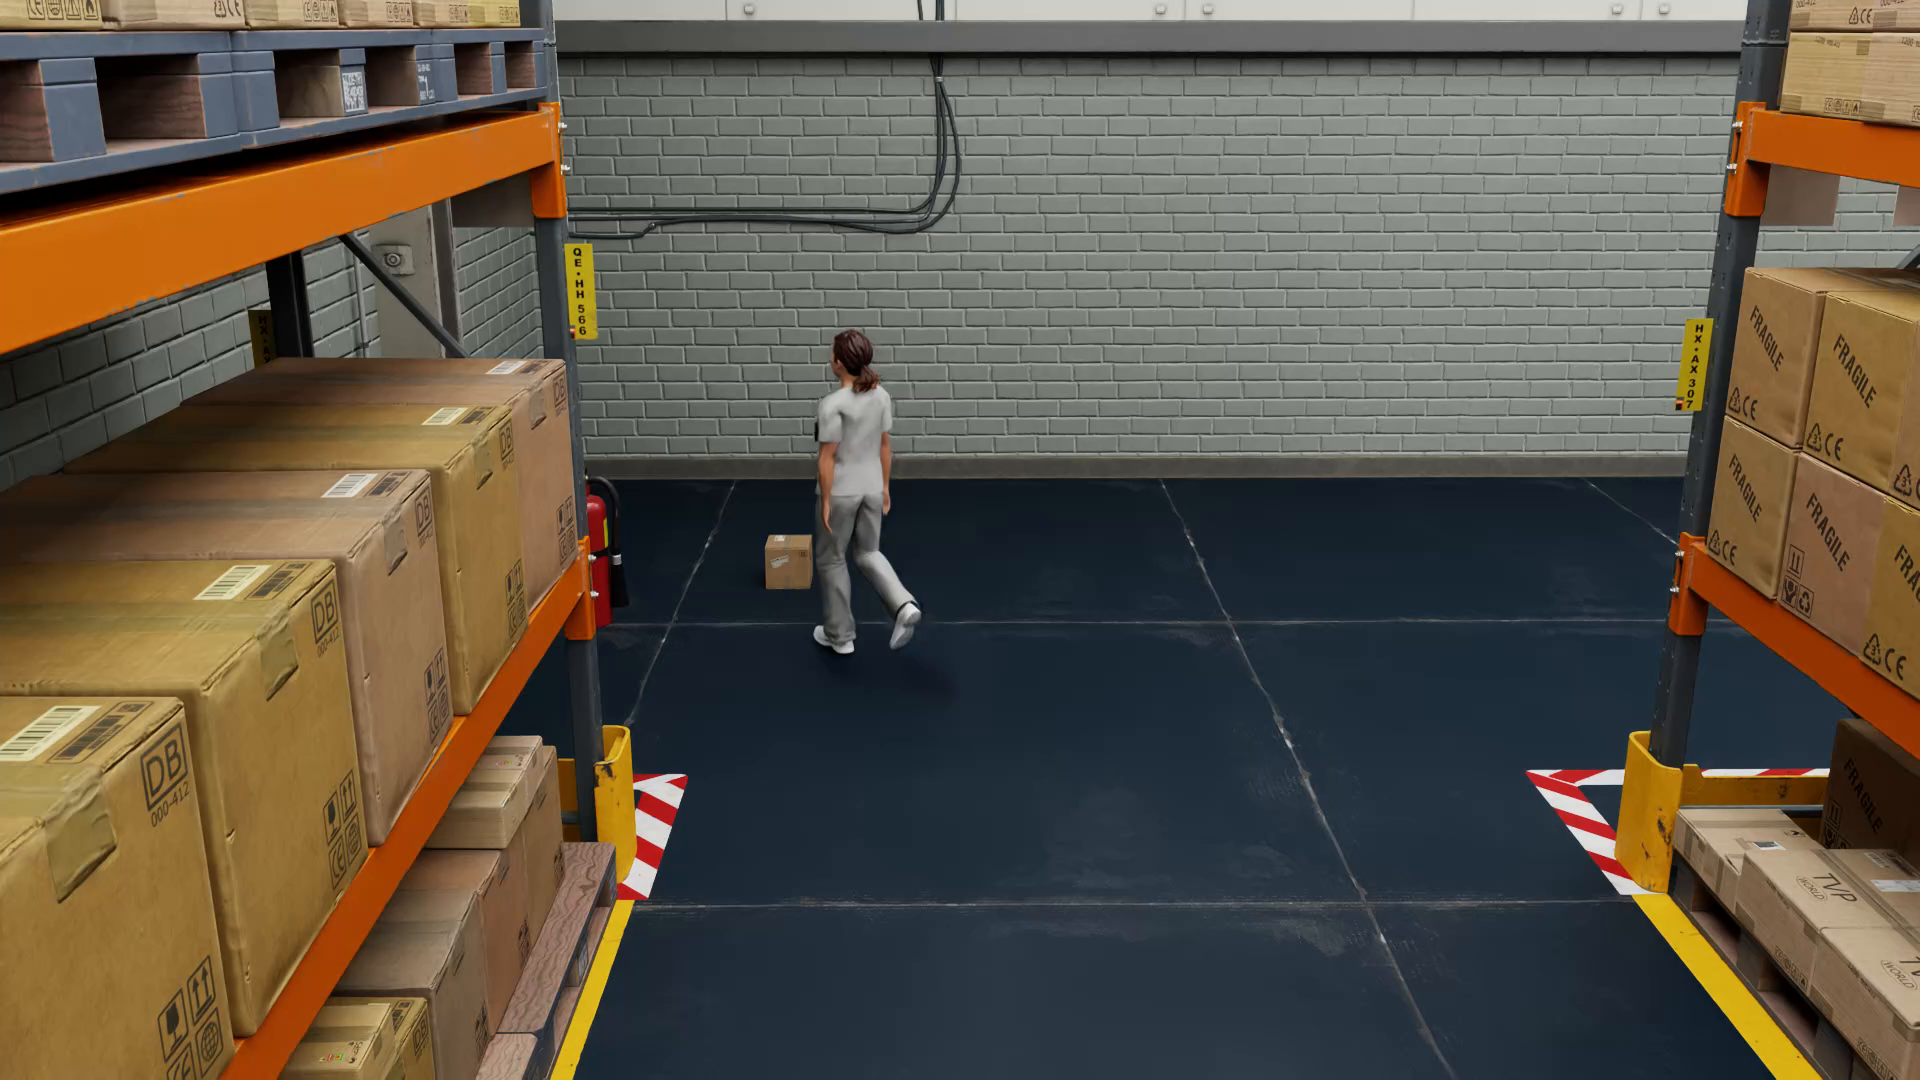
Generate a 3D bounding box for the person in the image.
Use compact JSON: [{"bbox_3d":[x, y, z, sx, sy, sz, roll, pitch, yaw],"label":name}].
[{"bbox_3d":[-0.501,-0.206,8.178,0.456,1.650,0.708,-14,22,-38],"label":"person"}]
